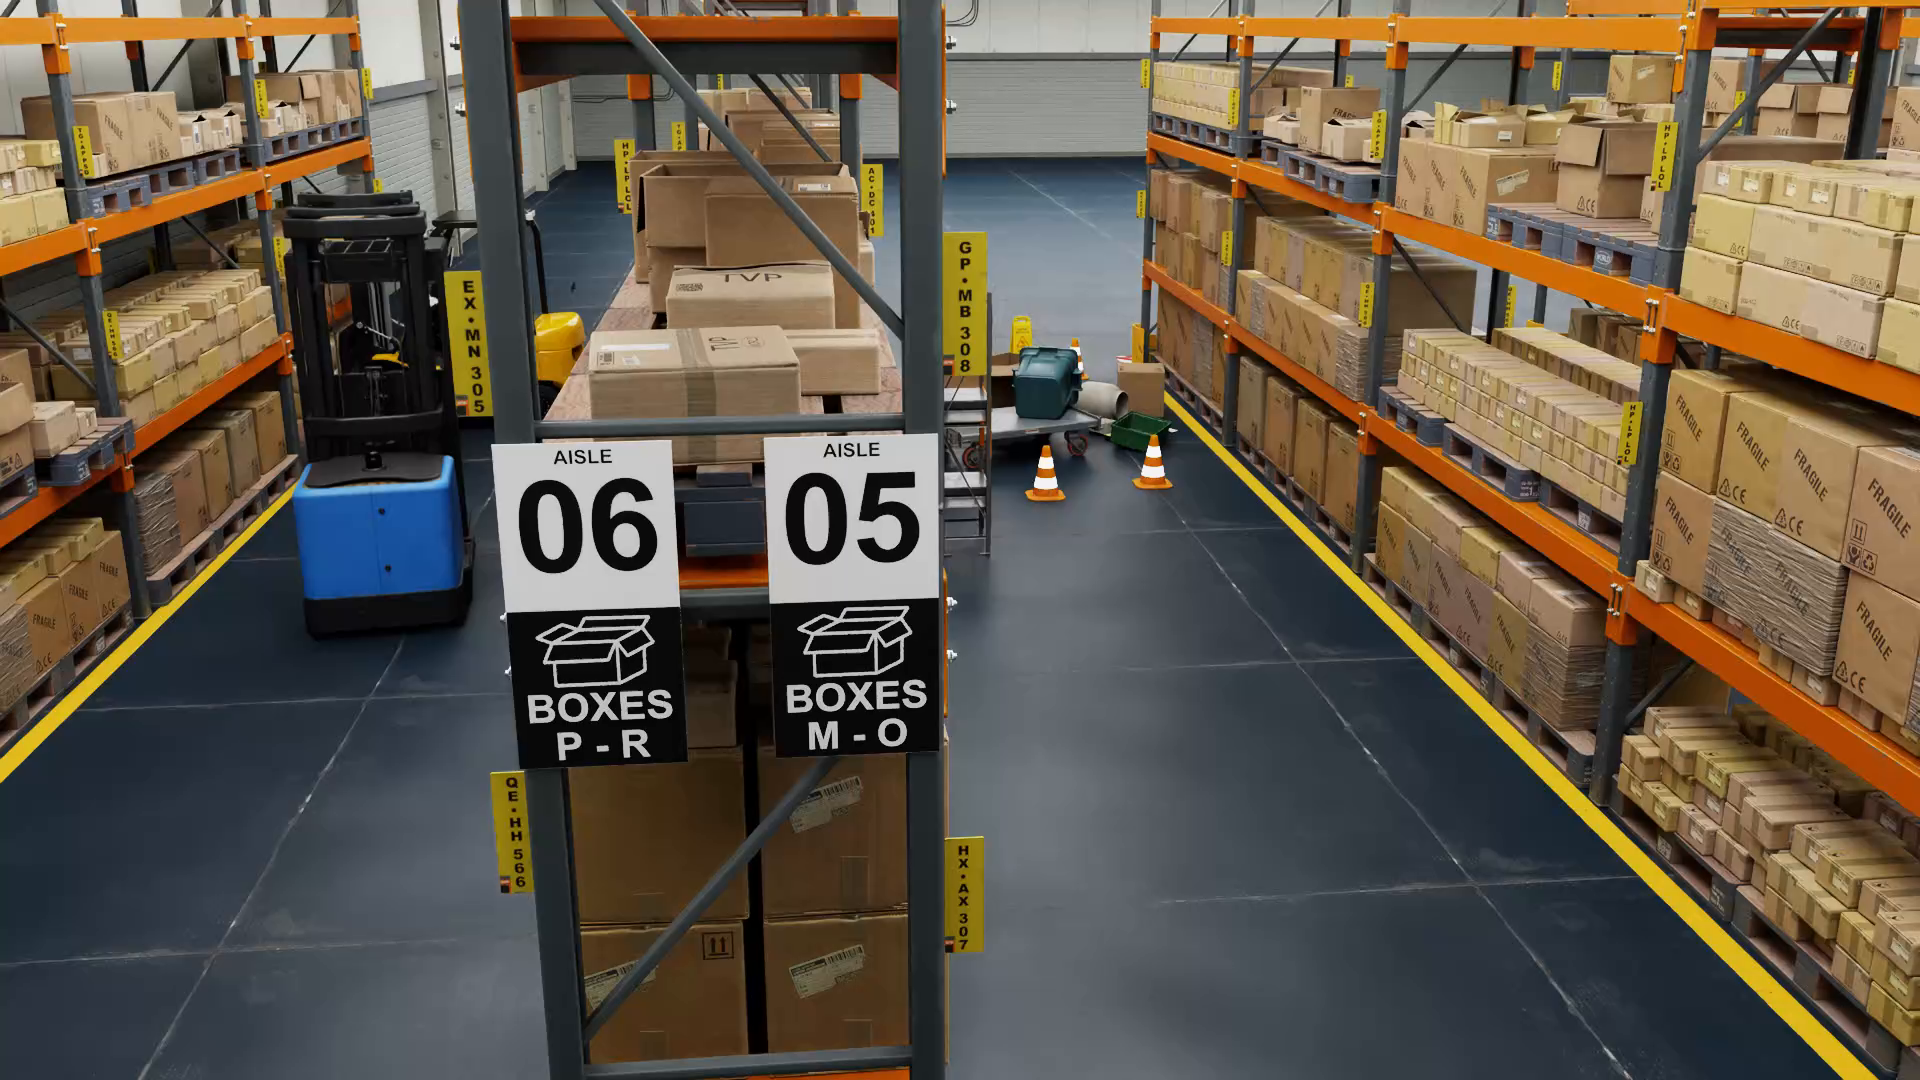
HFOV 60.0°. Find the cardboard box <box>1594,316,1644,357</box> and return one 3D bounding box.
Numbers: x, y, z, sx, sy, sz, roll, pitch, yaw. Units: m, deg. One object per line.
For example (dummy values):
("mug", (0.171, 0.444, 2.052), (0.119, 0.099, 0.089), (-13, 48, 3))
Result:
("cardboard box", (7.808, -2.349, 19.624), (0.500, 0.500, 0.500), (3, 18, 9))

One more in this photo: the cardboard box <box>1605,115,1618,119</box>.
("cardboard box", (7.564, -4.612, 18.602), (0.500, 0.250, 0.500), (-2, 18, -6))

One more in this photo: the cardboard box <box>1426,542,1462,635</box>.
("cardboard box", (3.478, 0.315, 11.138), (0.500, 0.500, 0.500), (-2, 18, -7))

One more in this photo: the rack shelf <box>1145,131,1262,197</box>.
("rack shelf", (2.927, -4.074, 17.839), (1.077, 0.370, 4.000), (-2, 18, -6))

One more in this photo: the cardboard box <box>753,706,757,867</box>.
("cardboard box", (-0.955, 0.882, 5.693), (0.500, 0.500, 0.500), (-1, 17, -4))

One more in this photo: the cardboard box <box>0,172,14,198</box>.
("cardboard box", (-6.019, -2.156, 10.112), (0.380, 0.149, 0.250), (-1, 17, -4))

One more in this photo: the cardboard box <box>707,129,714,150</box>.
("cardboard box", (-1.553, -2.949, 12.883), (0.797, 0.503, 0.637), (-2, 18, -6))

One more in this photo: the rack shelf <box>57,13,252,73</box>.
("rack shelf", (-6.510, -3.785, 12.578), (1.077, 0.370, 4.000), (-2, 18, -6))

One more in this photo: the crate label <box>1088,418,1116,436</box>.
("crate label", (1.471, -1.174, 17.188), (0.250, 0.136, 0.298), (16, 24, 42))

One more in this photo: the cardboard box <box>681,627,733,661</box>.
("cardboard box", (-0.828, 0.358, 4.609), (0.380, 0.149, 0.250), (-1, 17, -5))

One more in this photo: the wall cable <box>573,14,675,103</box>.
("wall cable", (-10.036, -14.246, 49.216), (3.097, 2.526, 0.112), (-2, 18, -6))

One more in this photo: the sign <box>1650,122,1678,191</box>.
("sign", (3.407, -1.854, 8.047), (0.100, 0.325, 0.005), (-2, 18, -6))

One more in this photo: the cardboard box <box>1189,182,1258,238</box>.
("cardboard box", (2.976, -3.571, 17.990), (0.875, 0.550, 0.500), (-2, 18, -6))

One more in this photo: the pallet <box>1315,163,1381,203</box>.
("pallet", (3.427, -2.730, 12.671), (1.213, 0.211, 1.003), (-1, 17, -3))

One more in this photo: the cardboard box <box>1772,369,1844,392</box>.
("cardboard box", (4.276, -0.542, 8.062), (0.500, 0.500, 0.500), (-2, 18, -8))

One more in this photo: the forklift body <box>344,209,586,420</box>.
("forklift body", (-5.119, -2.331, 17.510), (2.313, 2.155, 1.214), (-2, 18, -6))

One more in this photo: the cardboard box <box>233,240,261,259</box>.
("cardboard box", (-6.589, -2.730, 15.620), (0.380, 0.149, 0.250), (-2, 17, -5))

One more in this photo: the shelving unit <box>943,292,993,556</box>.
("shelving unit", (0.017, -0.952, 13.205), (0.431, 2.100, 0.503), (-2, 18, -6))

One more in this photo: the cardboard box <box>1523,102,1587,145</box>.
("cardboard box", (3.914, -2.778, 11.064), (0.396, 0.266, 0.258), (-2, 18, -6))

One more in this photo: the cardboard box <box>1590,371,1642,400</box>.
("cardboard box", (4.210, -0.968, 10.478), (0.380, 0.149, 0.250), (-1, 17, -4))

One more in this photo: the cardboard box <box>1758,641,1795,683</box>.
("cardboard box", (3.826, 0.519, 7.437), (0.380, 0.149, 0.250), (-1, 17, -5))

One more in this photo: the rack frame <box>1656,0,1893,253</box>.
("rack frame", (3.959, -2.869, 7.792), (1.000, 3.000, 0.127), (-2, 18, -6))

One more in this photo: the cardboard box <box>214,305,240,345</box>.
("cardboard box", (-6.304, -1.776, 13.741), (0.500, 0.250, 0.500), (-1, 17, -5))

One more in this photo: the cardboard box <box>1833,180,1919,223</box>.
("cardboard box", (3.853, -1.390, 6.840), (0.380, 0.149, 0.250), (-2, 18, -7))

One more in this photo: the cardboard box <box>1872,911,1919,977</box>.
("cardboard box", (3.896, 1.604, 6.626), (0.380, 0.149, 0.250), (-1, 17, -4))

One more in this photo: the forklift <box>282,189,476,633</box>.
("forklift", (-4.346, -1.164, 12.492), (1.130, 2.935, 3.031), (-4, 18, -13))

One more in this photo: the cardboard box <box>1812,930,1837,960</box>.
("cardboard box", (3.954, 1.733, 7.208), (0.380, 0.149, 0.250), (-1, 17, -4))

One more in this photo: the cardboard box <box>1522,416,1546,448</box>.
("cardboard box", (3.612, -0.653, 9.970), (0.380, 0.149, 0.250), (-3, 18, -8))

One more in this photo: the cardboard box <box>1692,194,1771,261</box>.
("cardboard box", (3.770, -1.454, 7.708), (0.500, 0.250, 0.500), (-1, 17, -4))

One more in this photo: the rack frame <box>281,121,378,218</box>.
("rack frame", (-7.129, -3.244, 19.003), (1.000, 3.000, 0.127), (-2, 18, -6))

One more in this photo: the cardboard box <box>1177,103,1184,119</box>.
("cardboard box", (2.568, -4.653, 18.034), (0.380, 0.149, 0.250), (-2, 18, -6))

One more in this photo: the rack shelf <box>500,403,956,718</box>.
("rack shelf", (-0.748, -0.316, 5.868), (1.077, 0.370, 4.000), (-2, 18, -6))

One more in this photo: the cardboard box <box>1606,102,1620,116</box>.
("cardboard box", (7.521, -4.858, 18.720), (0.380, 0.149, 0.250), (-2, 18, -6))

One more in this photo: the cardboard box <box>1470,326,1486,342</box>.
("cardboard box", (3.768, -1.388, 12.924), (0.500, 0.500, 0.500), (-2, 17, -5))

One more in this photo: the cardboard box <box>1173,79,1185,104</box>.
("cardboard box", (2.622, -4.878, 18.085), (0.500, 0.250, 0.500), (-2, 18, -6))

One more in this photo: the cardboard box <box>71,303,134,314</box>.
("cardboard box", (-6.716, -1.766, 13.043), (0.380, 0.149, 0.250), (-1, 17, -4))

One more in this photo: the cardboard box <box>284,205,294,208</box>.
("cardboard box", (-7.307, -3.637, 18.507), (0.380, 0.149, 0.250), (-2, 18, -7))

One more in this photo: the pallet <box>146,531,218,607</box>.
("pallet", (-6.350, 0.223, 12.614), (1.003, 0.211, 1.213), (-2, 18, -6))

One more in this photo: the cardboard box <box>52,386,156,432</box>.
("cardboard box", (-6.107, -0.929, 11.879), (0.500, 0.250, 0.500), (-2, 18, -5))

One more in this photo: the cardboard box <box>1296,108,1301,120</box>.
("cardboard box", (3.366, -3.792, 15.123), (0.500, 0.250, 0.500), (-2, 17, -5))

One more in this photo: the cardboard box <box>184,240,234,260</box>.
("cardboard box", (-7.035, -2.714, 15.566), (0.380, 0.149, 0.250), (-2, 18, -7))

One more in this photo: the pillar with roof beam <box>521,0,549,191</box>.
("pillar with roof beam", (-6.147, -13.155, 40.555), (9.100, 9.000, 0.400), (-2, 18, -6))

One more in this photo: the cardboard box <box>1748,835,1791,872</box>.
("cardboard box", (3.884, 1.436, 7.656), (0.380, 0.149, 0.250), (-1, 17, -3))

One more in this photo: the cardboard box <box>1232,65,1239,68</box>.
("cardboard box", (3.197, -5.129, 18.220), (0.380, 0.149, 0.250), (-2, 18, -5))

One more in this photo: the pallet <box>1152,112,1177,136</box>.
("pallet", (2.808, -4.750, 18.939), (1.003, 0.211, 1.213), (-2, 18, -6))

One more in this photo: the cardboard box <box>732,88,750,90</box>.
("cardboard box", (-2.358, -4.978, 18.607), (0.380, 0.149, 0.250), (-2, 18, -6))

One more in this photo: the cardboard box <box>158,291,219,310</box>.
("cardboard box", (-6.299, -1.935, 13.583), (0.380, 0.149, 0.250), (-2, 18, -5))

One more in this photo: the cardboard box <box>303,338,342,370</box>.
("cardboard box", (-6.560, -1.872, 16.854), (0.500, 0.250, 0.500), (-1, 17, -4))

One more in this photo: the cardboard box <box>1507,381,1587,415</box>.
("cardboard box", (3.590, -0.873, 10.175), (0.380, 0.149, 0.250), (-3, 18, -8))

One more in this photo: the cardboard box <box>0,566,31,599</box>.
("cardboard box", (-5.950, 0.276, 10.180), (0.380, 0.149, 0.250), (-2, 18, -6))

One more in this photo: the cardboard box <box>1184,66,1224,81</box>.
("cardboard box", (2.596, -4.957, 17.672), (0.380, 0.149, 0.250), (-2, 17, -5))

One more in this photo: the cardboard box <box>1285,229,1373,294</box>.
("cardboard box", (3.297, -2.463, 14.679), (0.700, 0.500, 0.500), (-2, 18, -5))

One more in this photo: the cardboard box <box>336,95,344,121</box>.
("cardboard box", (-6.715, -4.546, 17.499), (0.396, 0.266, 0.258), (-2, 18, -5))

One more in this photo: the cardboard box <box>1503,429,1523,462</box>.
("cardboard box", (3.583, -0.587, 10.258), (0.380, 0.149, 0.250), (-1, 17, -3))

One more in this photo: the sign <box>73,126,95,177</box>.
("sign", (-5.764, -2.555, 10.936), (0.100, 0.325, 0.005), (-2, 18, -6))
